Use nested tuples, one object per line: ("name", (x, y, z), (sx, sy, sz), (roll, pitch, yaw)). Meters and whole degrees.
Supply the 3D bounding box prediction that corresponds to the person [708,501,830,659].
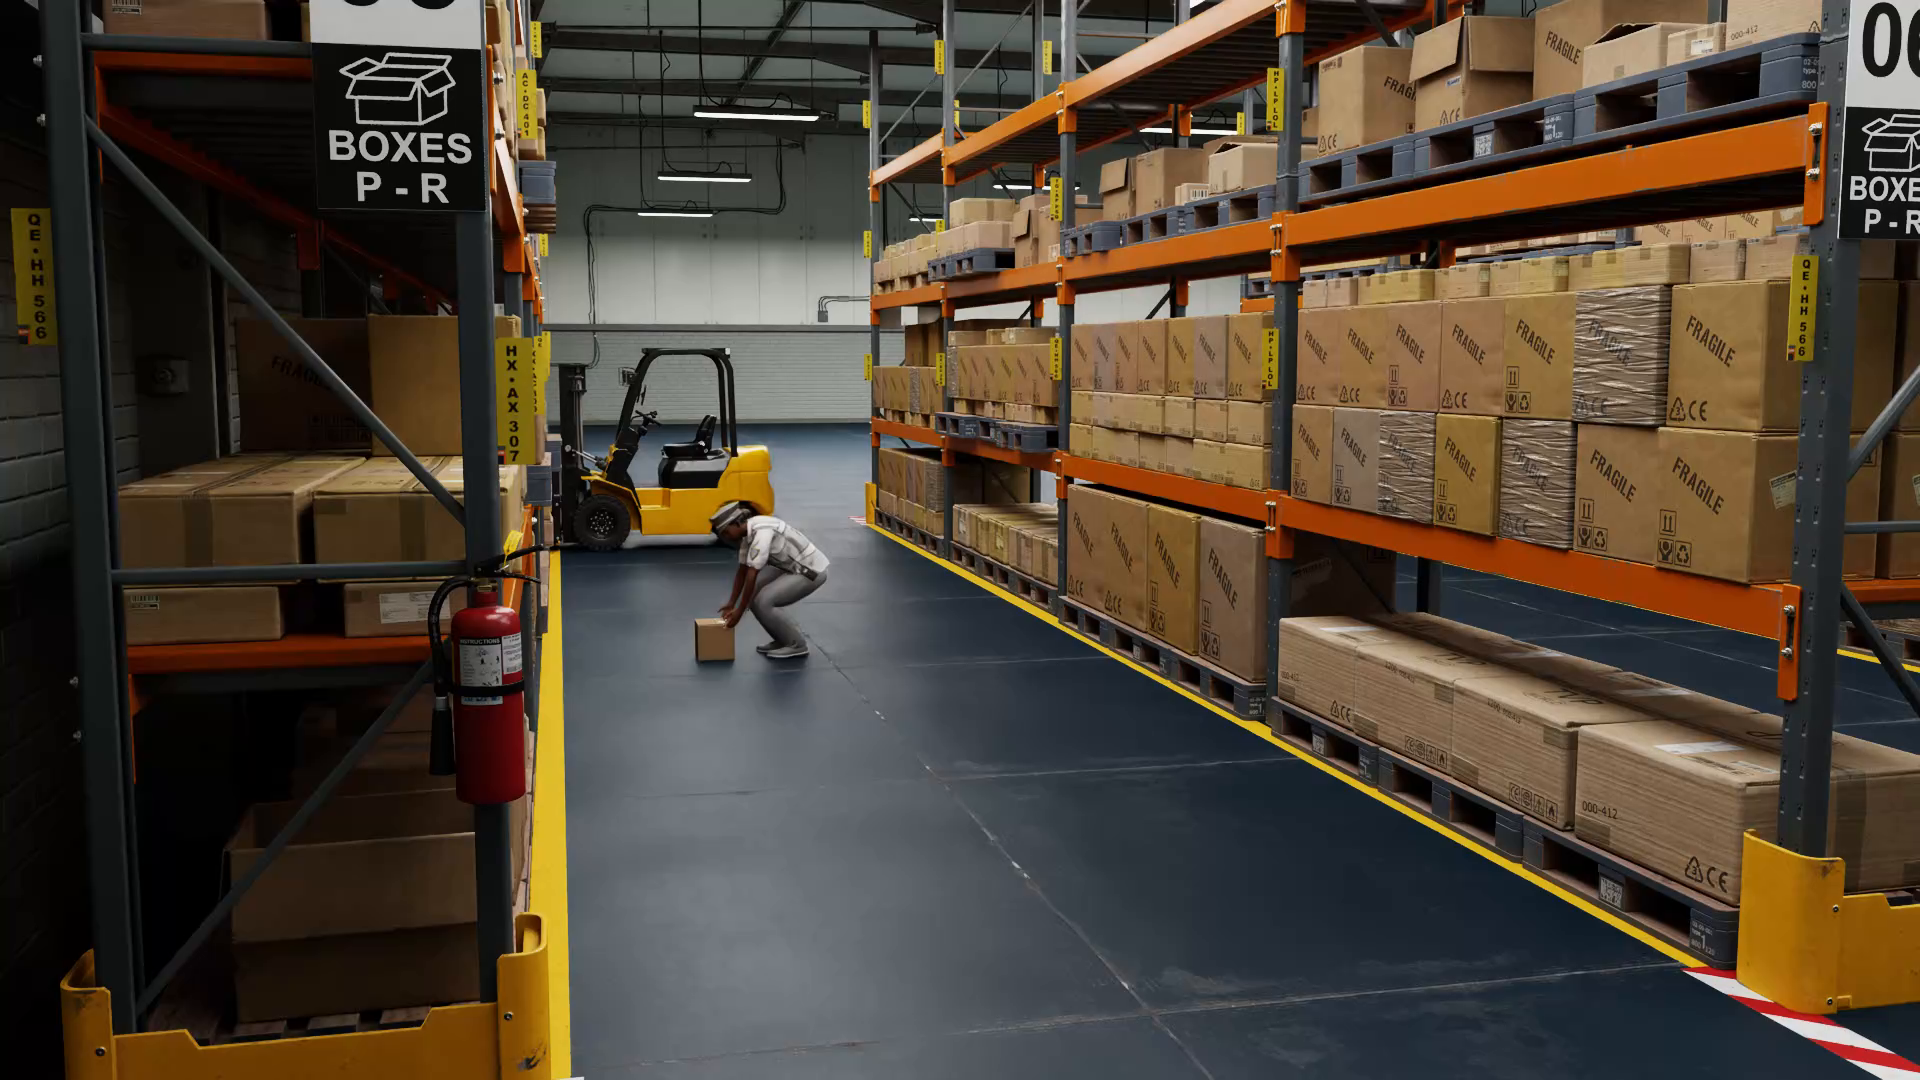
("person", (-1.310, 0.272, 11.440), (0.835, 1.073, 0.489), (-2, 6, -14))
